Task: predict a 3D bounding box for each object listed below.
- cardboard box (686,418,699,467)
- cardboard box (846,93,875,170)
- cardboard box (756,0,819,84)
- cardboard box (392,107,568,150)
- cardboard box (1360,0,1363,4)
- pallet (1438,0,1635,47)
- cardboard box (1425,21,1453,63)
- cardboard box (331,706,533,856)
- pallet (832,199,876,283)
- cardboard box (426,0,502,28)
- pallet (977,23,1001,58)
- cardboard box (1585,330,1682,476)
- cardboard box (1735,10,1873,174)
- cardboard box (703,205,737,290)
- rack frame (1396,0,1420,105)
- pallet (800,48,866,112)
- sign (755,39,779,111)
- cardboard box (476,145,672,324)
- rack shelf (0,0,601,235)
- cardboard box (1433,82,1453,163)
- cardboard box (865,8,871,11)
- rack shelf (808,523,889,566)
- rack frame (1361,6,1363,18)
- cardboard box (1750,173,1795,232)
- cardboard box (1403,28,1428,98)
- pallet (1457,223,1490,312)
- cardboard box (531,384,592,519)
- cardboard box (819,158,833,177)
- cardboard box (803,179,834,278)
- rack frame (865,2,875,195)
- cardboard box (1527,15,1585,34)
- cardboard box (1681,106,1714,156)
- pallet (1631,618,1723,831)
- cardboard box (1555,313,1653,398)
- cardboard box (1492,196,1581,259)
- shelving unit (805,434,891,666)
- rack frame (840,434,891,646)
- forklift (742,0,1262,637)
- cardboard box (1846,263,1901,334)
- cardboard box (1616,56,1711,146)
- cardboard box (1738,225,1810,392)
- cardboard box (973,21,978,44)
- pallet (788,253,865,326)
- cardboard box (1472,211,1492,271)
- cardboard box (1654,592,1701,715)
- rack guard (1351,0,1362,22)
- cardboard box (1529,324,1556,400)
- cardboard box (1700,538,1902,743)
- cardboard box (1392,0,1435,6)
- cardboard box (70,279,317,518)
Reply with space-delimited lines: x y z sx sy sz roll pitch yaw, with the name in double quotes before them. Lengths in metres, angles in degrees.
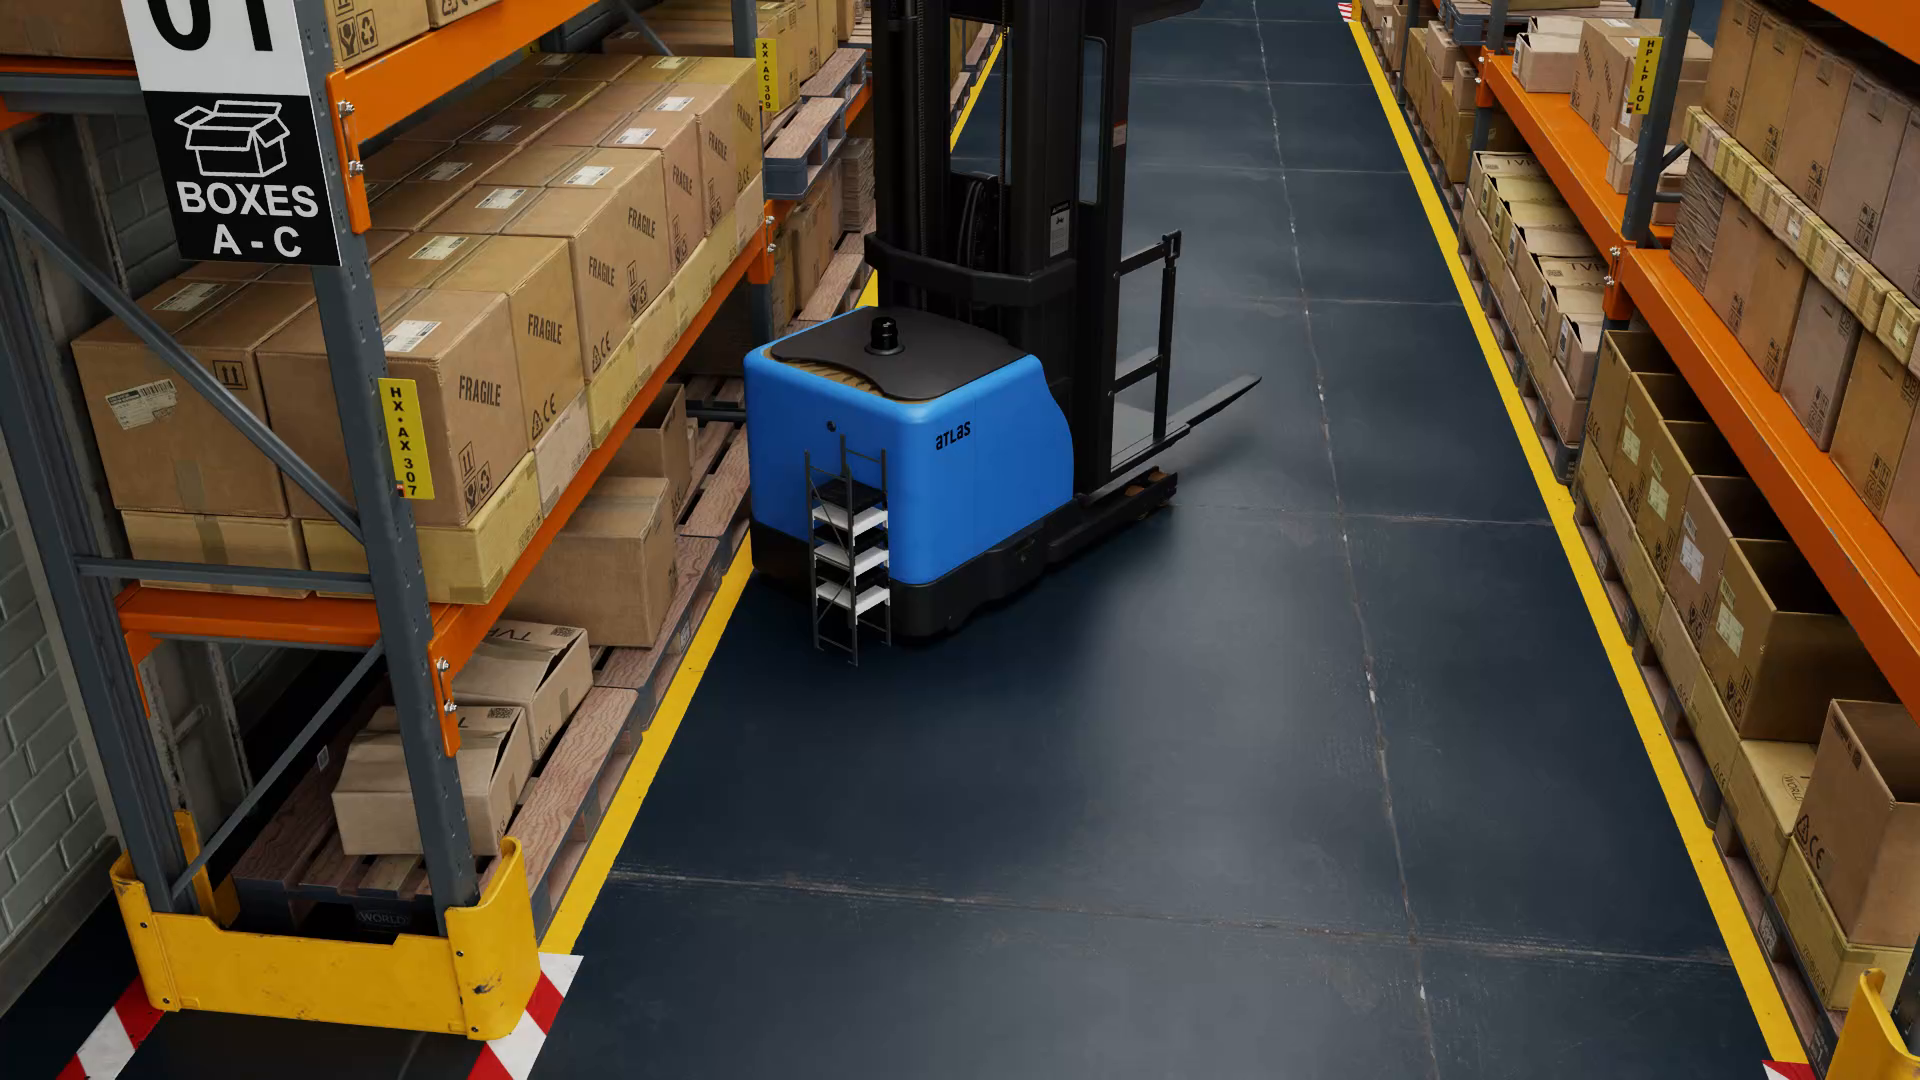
"cardboard box" -1.464 -0.475 7.993 0.380 0.166 0.250 0 28 0
"cardboard box" -0.718 -3.242 12.429 0.750 0.750 0.750 3 28 6
"cardboard box" -1.207 -2.832 9.275 0.700 0.500 0.500 7 29 13
"cardboard box" -1.827 -1.369 6.474 0.500 0.500 0.500 4 29 8
"cardboard box" 4.567 -5.906 18.093 0.380 0.149 0.250 3 28 6
"pallet" 3.992 -3.618 11.505 1.213 0.211 1.003 3 28 6
"cardboard box" 4.045 -4.001 13.395 0.500 0.250 0.500 3 29 6
"cardboard box" -1.744 0.770 5.529 0.500 0.311 0.500 0 28 0
"pallet" -1.035 -2.070 11.370 1.003 0.211 1.213 3 28 6
"cardboard box" -1.528 -1.667 4.392 0.500 0.500 0.500 5 29 10
"pallet" -0.130 -5.250 17.272 1.003 0.211 1.213 3 28 6
"cardboard box" 3.121 -0.601 7.368 0.500 0.500 0.500 3 28 6
"cardboard box" 3.380 -1.664 6.203 0.700 0.500 0.500 3 28 6
"cardboard box" -1.255 -1.251 7.046 0.500 0.250 0.500 3 29 6
"rack frame" 4.469 -5.262 14.355 1.000 3.000 0.127 3 28 6
"pallet" -1.140 -2.647 9.702 1.003 0.211 1.213 3 28 6
"sign" -0.889 -2.136 7.639 0.100 0.325 0.005 3 28 6
"cardboard box" -1.370 -1.098 5.972 0.500 0.500 0.500 4 29 8
"rack shelf" -1.673 -1.845 5.608 1.077 0.370 4.000 3 28 6
"cardboard box" 3.924 -3.170 12.643 0.500 0.500 0.500 2 28 4
"cardboard box" -0.668 -3.705 11.708 0.380 0.149 0.250 3 28 5
"rack shelf" -0.448 -0.004 6.689 0.258 0.077 0.200 21 35 34
"rack frame" 4.959 -7.145 17.850 1.000 3.000 0.127 3 28 6
"cardboard box" 3.139 -1.230 6.081 0.380 0.149 0.250 2 28 5
"cardboard box" 4.168 -4.142 14.447 0.500 0.500 0.500 2 28 4
"pallet" 3.839 -1.766 10.806 1.003 0.211 1.213 3 28 6
"cardboard box" -1.494 -0.299 5.279 0.500 0.250 0.500 2 28 5
"cardboard box" -1.107 -2.482 10.576 0.500 0.250 0.500 4 29 7
"cardboard box" -1.186 -1.945 10.370 0.700 0.500 0.500 3 28 6
"rack frame" -0.938 -3.665 11.391 1.000 3.000 0.127 3 28 6
"cardboard box" 3.891 -3.171 10.568 0.500 0.311 0.500 5 29 9
"cardboard box" 3.263 -1.711 6.973 0.380 0.149 0.250 3 28 6
"pallet" 3.203 0.679 6.267 1.003 0.211 1.213 3 28 6
"cardboard box" 3.254 -0.925 8.169 0.500 0.311 0.500 3 28 6
"cardboard box" 3.502 -1.883 9.948 0.500 0.311 0.500 3 28 5
"shelving unit" -0.448 0.046 6.716 0.258 0.900 0.210 21 35 34
"rack frame" -0.383 0.009 6.785 0.240 0.900 0.006 21 35 34
"forklift" 0.398 -1.519 7.479 1.130 2.935 3.031 21 35 34
"cardboard box" 3.013 -0.744 5.178 0.380 0.149 0.250 4 29 8
"cardboard box" 3.663 -2.149 8.471 0.500 0.500 0.500 5 29 10
"cardboard box" 3.317 -0.847 6.053 0.700 0.500 0.500 4 29 7
"cardboard box" -0.190 -5.215 16.460 0.700 0.500 0.500 3 28 6
"pallet" -1.187 -1.497 10.307 1.003 0.211 1.213 3 28 6
"cardboard box" 3.562 -1.887 10.547 0.500 0.250 0.500 3 28 5
"cardboard box" 2.943 0.436 6.235 0.500 0.250 0.500 3 28 6
"rack guard" 4.950 -6.009 18.376 1.175 0.500 0.348 3 28 6
"cardboard box" 3.315 -0.921 8.753 0.500 0.250 0.500 3 28 5
"cardboard box" 2.877 0.341 5.621 0.500 0.500 0.500 3 28 6
"cardboard box" 4.694 -5.241 16.484 0.797 0.503 0.637 3 28 6
"cardboard box" -2.072 -0.407 4.689 0.500 0.500 0.500 3 28 6
